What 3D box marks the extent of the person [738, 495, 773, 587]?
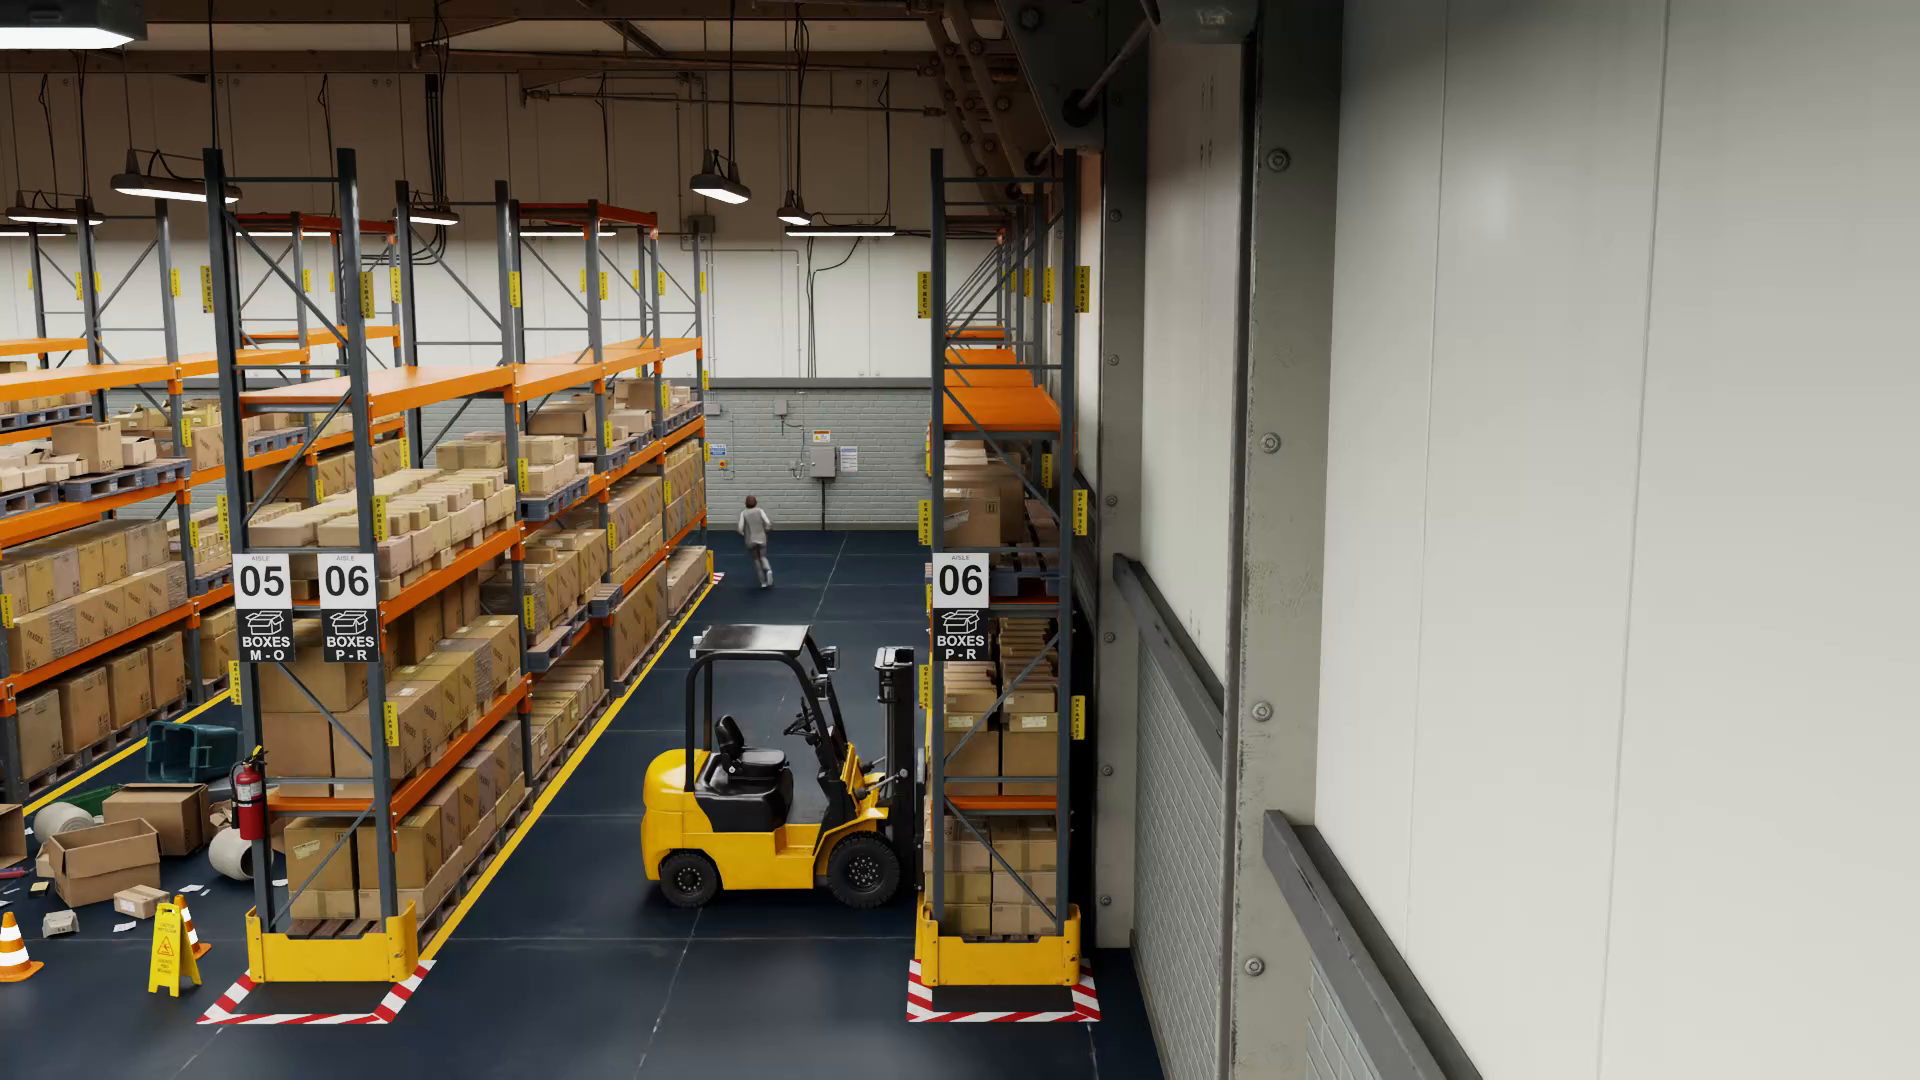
[{"bbox_3d":[-3.397,0.030,27.459,0.537,1.557,0.482,-3,10,-16],"label":"person"}]
